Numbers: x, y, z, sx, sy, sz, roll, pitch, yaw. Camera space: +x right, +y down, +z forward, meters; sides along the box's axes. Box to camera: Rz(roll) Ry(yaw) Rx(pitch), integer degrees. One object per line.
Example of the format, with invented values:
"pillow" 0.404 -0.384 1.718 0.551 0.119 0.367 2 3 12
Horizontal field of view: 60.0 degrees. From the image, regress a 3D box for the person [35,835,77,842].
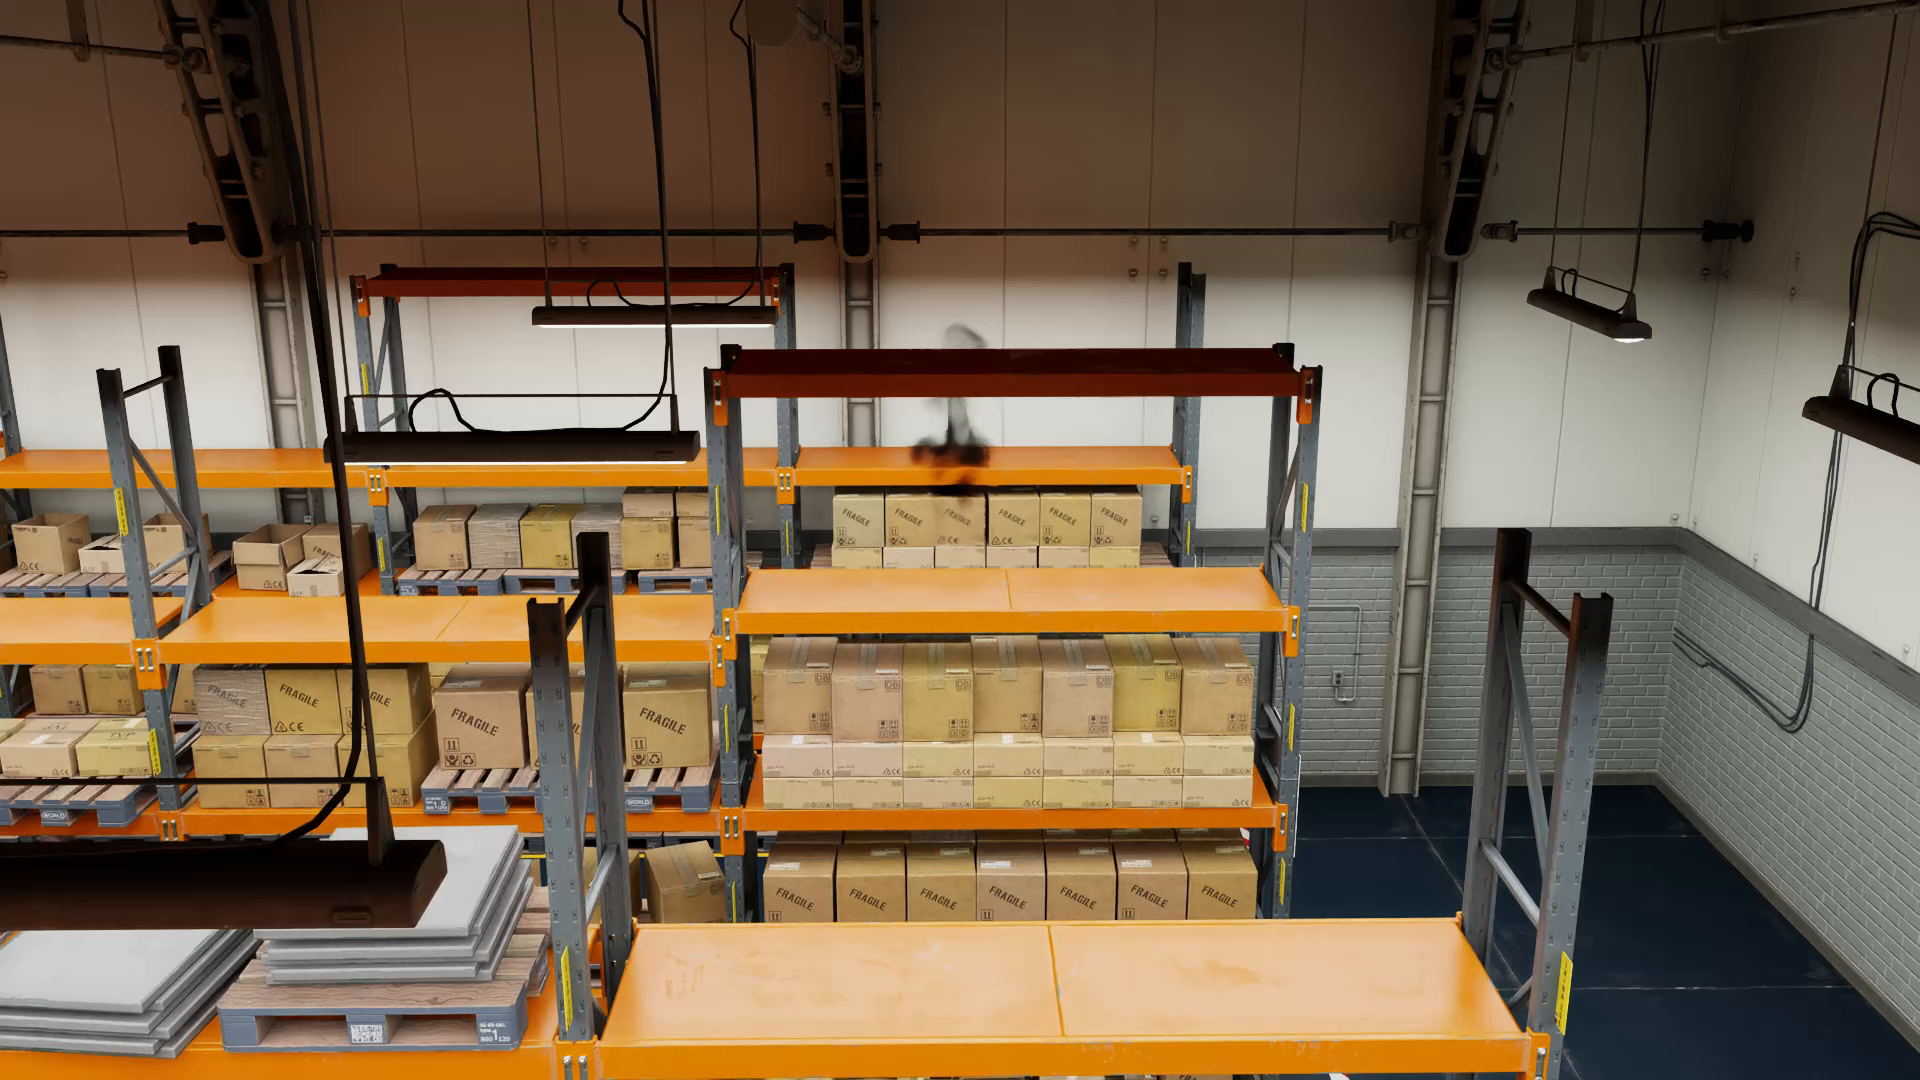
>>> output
"person" -7.933 3.144 14.698 0.782 1.751 0.710 -4 17 -14
